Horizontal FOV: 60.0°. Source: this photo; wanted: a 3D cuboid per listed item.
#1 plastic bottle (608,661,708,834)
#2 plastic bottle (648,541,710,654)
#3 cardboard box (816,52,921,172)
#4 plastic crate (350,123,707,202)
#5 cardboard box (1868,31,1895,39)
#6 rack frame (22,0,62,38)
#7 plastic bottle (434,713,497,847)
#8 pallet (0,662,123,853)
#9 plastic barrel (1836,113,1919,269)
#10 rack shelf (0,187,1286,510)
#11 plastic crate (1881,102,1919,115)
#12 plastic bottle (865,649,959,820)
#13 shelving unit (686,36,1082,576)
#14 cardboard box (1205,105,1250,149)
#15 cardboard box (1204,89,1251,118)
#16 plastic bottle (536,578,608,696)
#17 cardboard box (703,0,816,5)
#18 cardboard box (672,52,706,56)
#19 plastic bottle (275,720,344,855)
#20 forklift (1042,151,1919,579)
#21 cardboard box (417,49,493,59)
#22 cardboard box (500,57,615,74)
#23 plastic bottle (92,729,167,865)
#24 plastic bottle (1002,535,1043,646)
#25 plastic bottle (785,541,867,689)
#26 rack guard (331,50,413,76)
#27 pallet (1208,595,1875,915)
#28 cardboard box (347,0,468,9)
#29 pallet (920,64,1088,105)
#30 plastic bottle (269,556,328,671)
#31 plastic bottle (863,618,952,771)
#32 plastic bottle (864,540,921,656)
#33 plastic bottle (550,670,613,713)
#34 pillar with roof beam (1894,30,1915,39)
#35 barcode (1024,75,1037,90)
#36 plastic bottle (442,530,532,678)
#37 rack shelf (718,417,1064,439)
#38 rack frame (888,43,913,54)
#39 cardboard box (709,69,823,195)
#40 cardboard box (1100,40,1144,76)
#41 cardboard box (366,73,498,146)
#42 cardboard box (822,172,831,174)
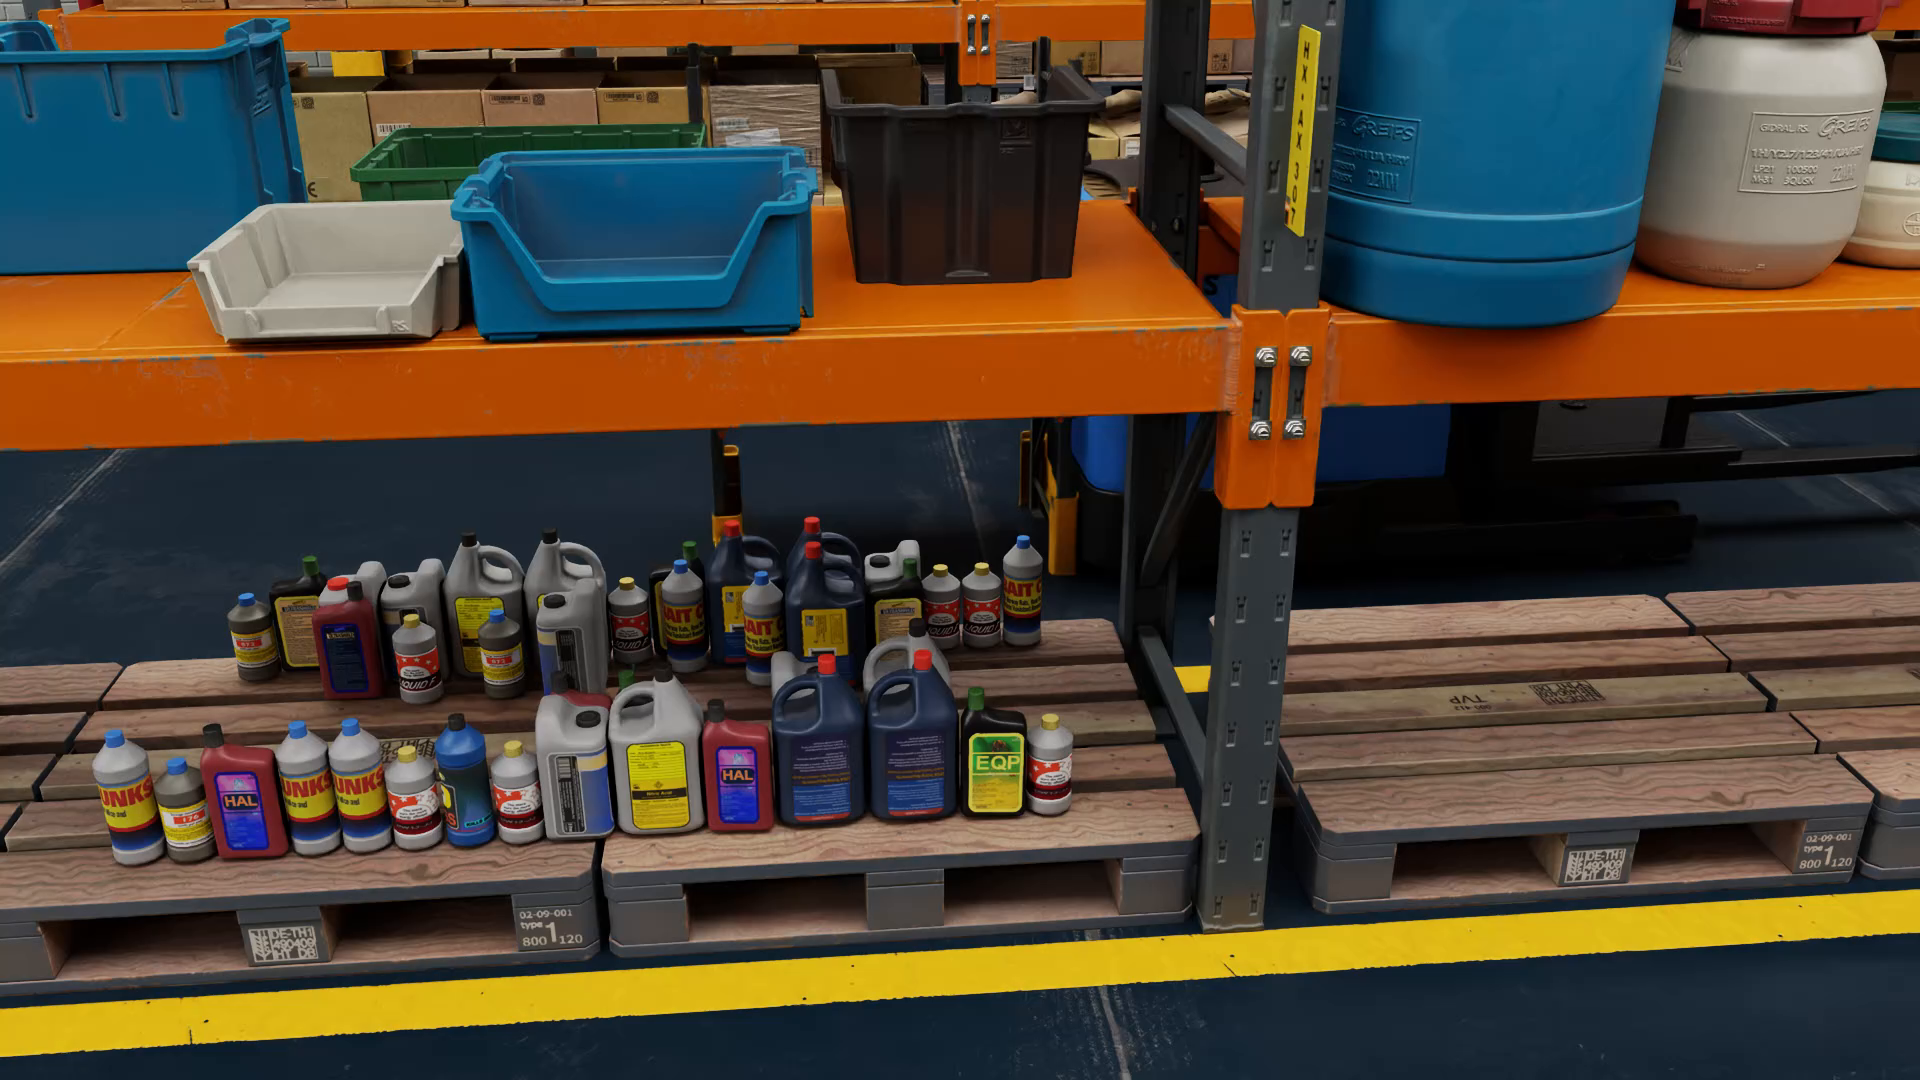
[{"bbox_3d":[-0.610,0.409,3.355,0.185,0.351,0.144,-2,24,-5],"label":"plastic bottle"},{"bbox_3d":[-0.685,0.139,4.046,0.133,0.283,0.061,-1,24,-3],"label":"plastic bottle"},{"bbox_3d":[-0.460,-2.151,8.342,0.500,0.500,0.500,-2,24,-5],"label":"cardboard box"},{"bbox_3d":[-0.864,-0.726,3.451,0.662,0.188,0.450,-2,24,-5],"label":"plastic crate"},{"bbox_3d":[6.868,-4.218,13.175,0.750,0.750,0.750,-2,24,-5],"label":"cardboard box"},{"bbox_3d":[-3.949,-2.605,7.418,0.127,3.000,1.000,-2,24,-5],"label":"rack frame"},{"bbox_3d":[-0.988,0.470,3.316,0.097,0.271,0.097,0,24,0],"label":"plastic bottle"},{"bbox_3d":[-2.586,0.619,3.598,1.213,0.211,1.003,-2,24,-5],"label":"pallet"},{"bbox_3d":[1.847,-0.690,3.280,0.301,0.262,0.301,0,24,0],"label":"plastic barrel"},{"bbox_3d":[-1.475,-0.354,3.239,4.000,0.370,1.077,-2,24,-5],"label":"rack shelf"},{"bbox_3d":[2.220,-0.850,3.729,0.662,0.188,0.450,-2,24,-5],"label":"plastic crate"},{"bbox_3d":[-0.098,0.389,3.402,0.185,0.351,0.144,-3,24,-7],"label":"plastic bottle"},{"bbox_3d":[-0.217,-0.668,4.907,1.083,1.500,0.587,-3,24,-7],"label":"shelving unit"},{"bbox_3d":[1.481,-1.912,8.035,0.500,0.311,0.500,-3,24,-7],"label":"cardboard box"},{"bbox_3d":[1.421,-2.131,8.529,0.500,0.311,0.500,-2,24,-5],"label":"cardboard box"},{"bbox_3d":[-0.900,0.229,3.854,0.135,0.276,0.152,-2,24,-5],"label":"plastic bottle"},{"bbox_3d":[-0.933,-2.767,7.659,0.500,0.500,0.700,-3,24,-6],"label":"cardboard box"},{"bbox_3d":[-2.052,-3.610,12.646,0.250,0.149,0.380,-4,24,-9],"label":"cardboard box"},{"bbox_3d":[-1.290,0.483,3.289,0.097,0.271,0.097,0,24,0],"label":"plastic bottle"},{"bbox_3d":[1.808,-1.474,4.958,3.031,2.935,1.130,-3,24,-7],"label":"forklift"},{"bbox_3d":[-3.742,-3.571,12.360,0.500,0.311,0.500,-5,24,-11],"label":"cardboard box"},{"bbox_3d":[-1.953,-2.090,8.205,0.500,0.500,0.500,-2,24,-5],"label":"cardboard box"},{"bbox_3d":[-1.631,0.496,3.258,0.097,0.271,0.097,0,24,0],"label":"plastic bottle"},{"bbox_3d":[0.155,0.119,4.108,0.097,0.271,0.097,0,24,0],"label":"plastic bottle"},{"bbox_3d":[-0.315,0.169,3.895,0.185,0.351,0.144,-2,24,-5],"label":"plastic bottle"},{"bbox_3d":[-4.364,-3.468,12.437,0.348,0.500,1.175,-2,24,-5],"label":"rack guard"},{"bbox_3d":[1.293,0.464,3.945,1.213,0.211,1.003,-2,24,-5],"label":"pallet"},{"bbox_3d":[-2.466,-2.705,7.519,0.500,0.500,0.700,-2,24,-5],"label":"cardboard box"},{"bbox_3d":[0.316,-3.525,12.920,1.213,0.211,1.003,-2,24,-5],"label":"pallet"},{"bbox_3d":[-1.567,0.175,3.967,0.133,0.283,0.061,-2,24,-4],"label":"plastic bottle"},{"bbox_3d":[-0.112,0.331,3.533,0.185,0.351,0.144,-2,24,-5],"label":"plastic bottle"},{"bbox_3d":[-0.164,0.140,4.053,0.135,0.276,0.152,-1,24,-3],"label":"plastic bottle"},{"bbox_3d":[-0.783,0.402,3.455,0.133,0.283,0.061,-2,24,-5],"label":"plastic bottle"},{"bbox_3d":[8.537,-6.465,8.717,0.400,9.000,9.100,-2,24,-5],"label":"pillar with roof beam"},{"bbox_3d":[0.327,-2.104,7.645,0.075,0.075,0.001,-2,24,-5],"label":"barcode"},{"bbox_3d":[-1.125,0.143,3.955,0.185,0.351,0.144,-1,24,-3],"label":"plastic bottle"},{"bbox_3d":[-0.226,-0.503,4.979,1.000,0.185,0.538,-3,24,-7],"label":"rack shelf"},{"bbox_3d":[-0.459,-4.767,12.282,0.127,3.000,1.000,-2,24,-5],"label":"rack frame"},{"bbox_3d":[-0.907,-1.921,7.824,0.500,0.500,0.500,-2,24,-5],"label":"cardboard box"},{"bbox_3d":[1.293,-3.907,12.883,0.500,0.500,0.700,-2,24,-5],"label":"cardboard box"},{"bbox_3d":[-2.400,-1.861,7.688,0.500,0.500,0.500,-2,24,-5],"label":"cardboard box"},{"bbox_3d":[-0.460,-1.804,8.485,0.500,0.250,0.500,-2,24,-5],"label":"cardboard box"}]
